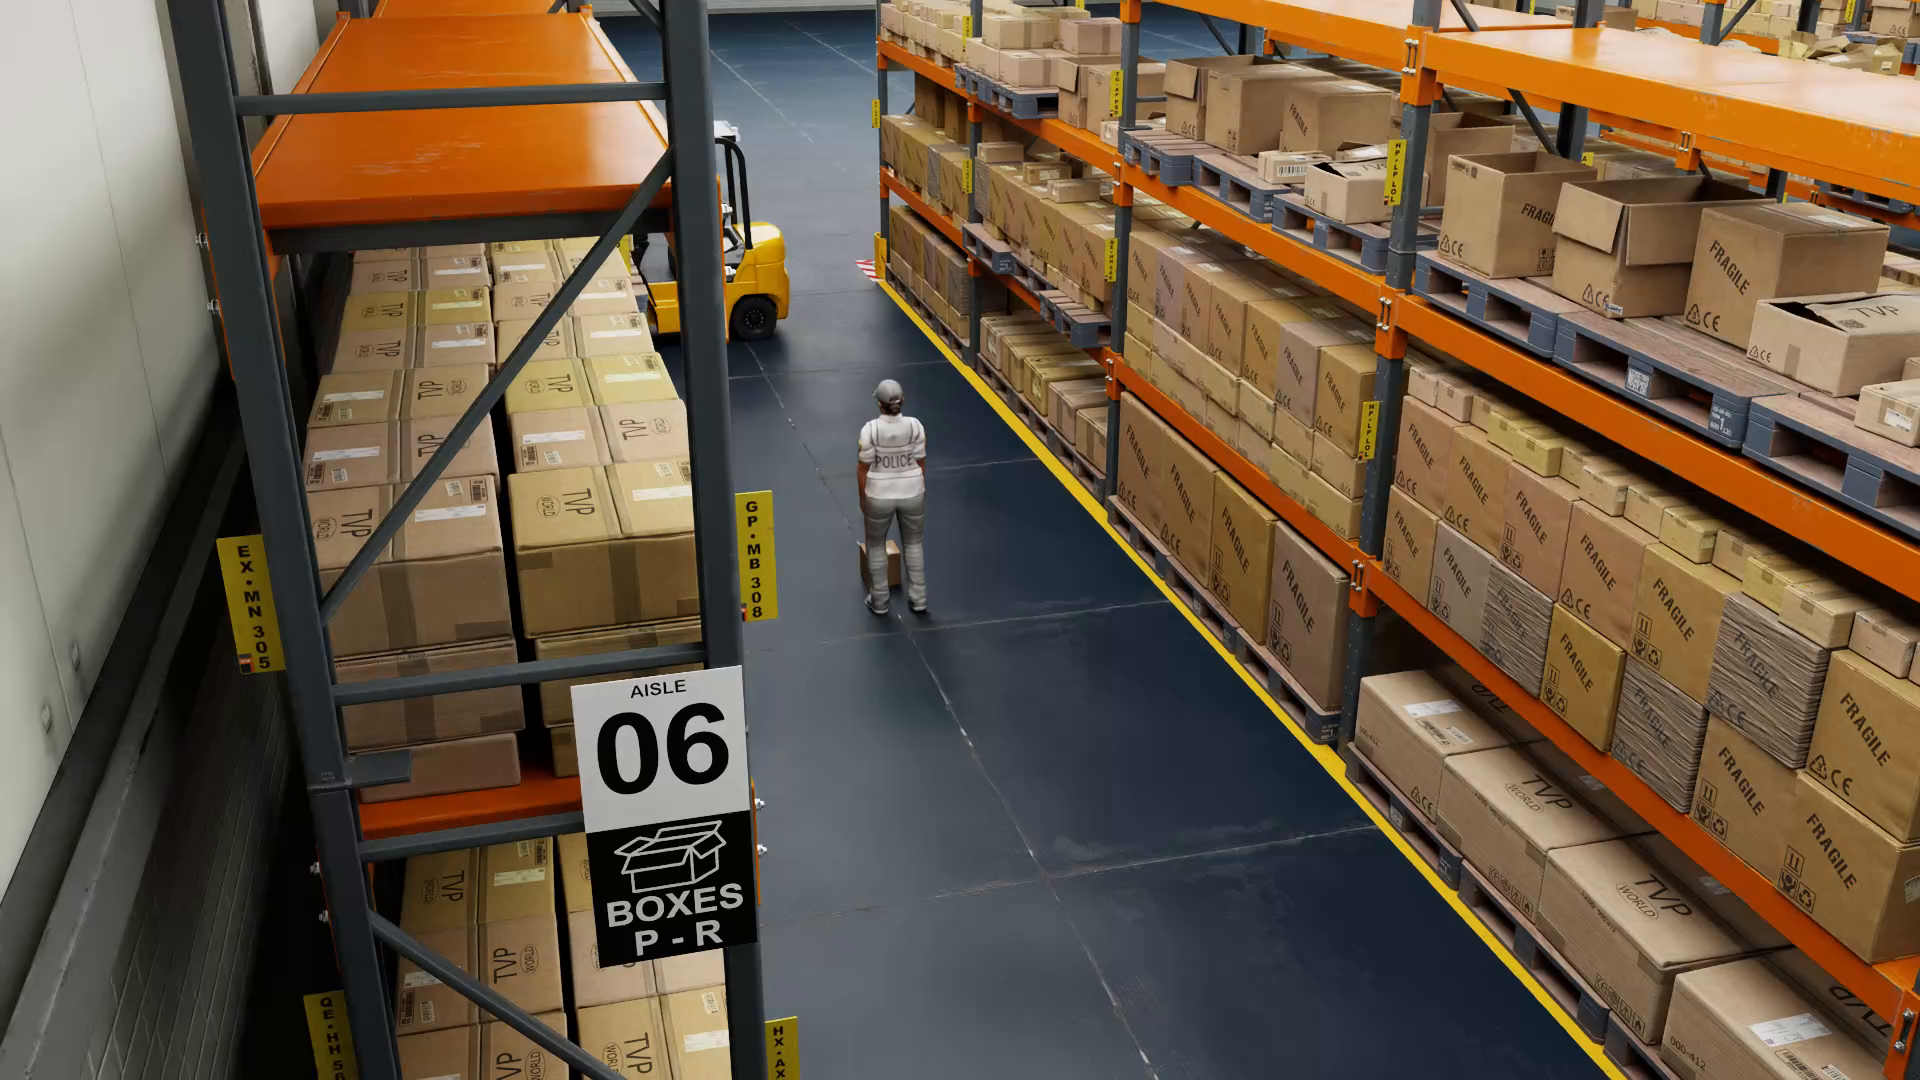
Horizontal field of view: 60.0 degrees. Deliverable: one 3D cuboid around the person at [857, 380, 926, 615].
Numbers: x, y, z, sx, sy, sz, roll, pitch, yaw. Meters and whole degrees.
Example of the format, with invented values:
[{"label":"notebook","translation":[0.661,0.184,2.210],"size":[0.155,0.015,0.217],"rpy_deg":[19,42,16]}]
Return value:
[{"label":"person","translation":[-0.474,-0.290,11.359],"size":[0.468,1.684,0.368],"rpy_deg":[-6,24,-13]}]
